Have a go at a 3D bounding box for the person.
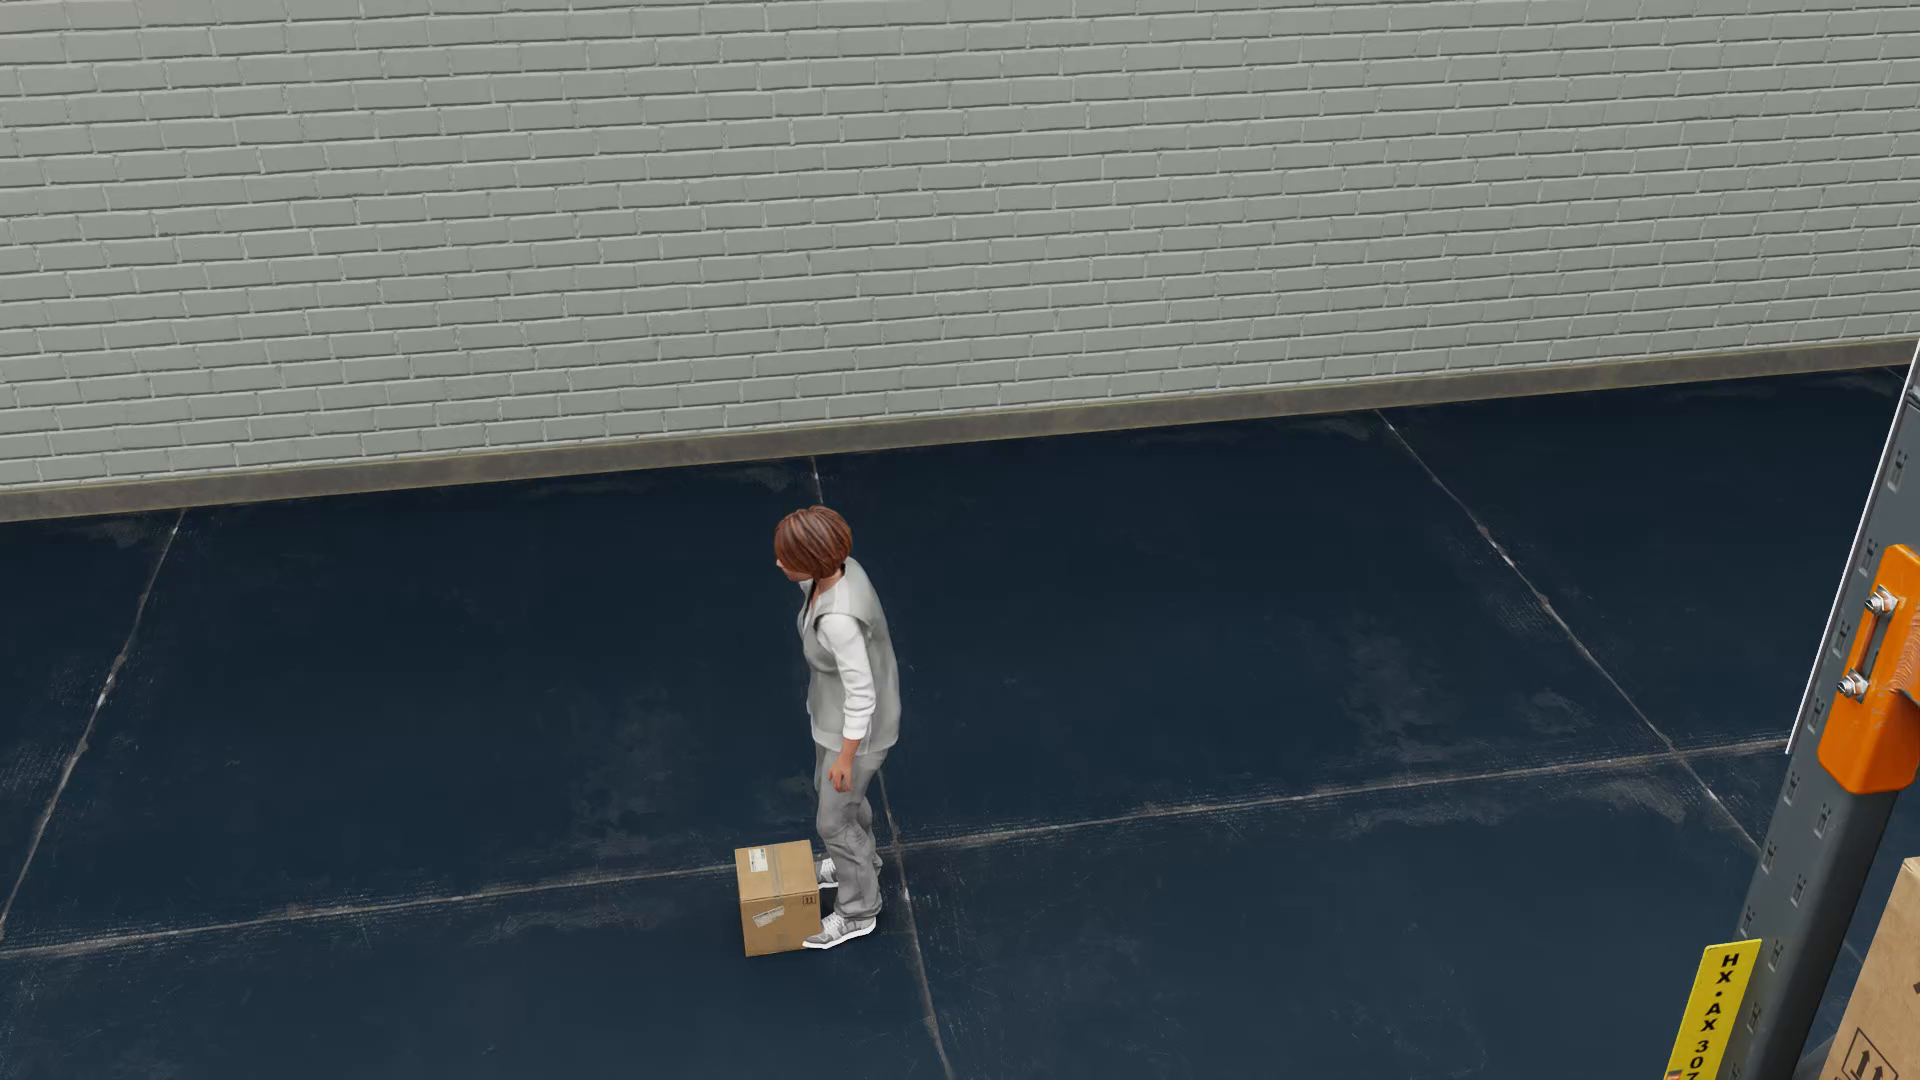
[{"bbox_3d":[-0.376,0.581,5.182,0.366,1.592,0.472,-6,32,-10],"label":"person"}]
